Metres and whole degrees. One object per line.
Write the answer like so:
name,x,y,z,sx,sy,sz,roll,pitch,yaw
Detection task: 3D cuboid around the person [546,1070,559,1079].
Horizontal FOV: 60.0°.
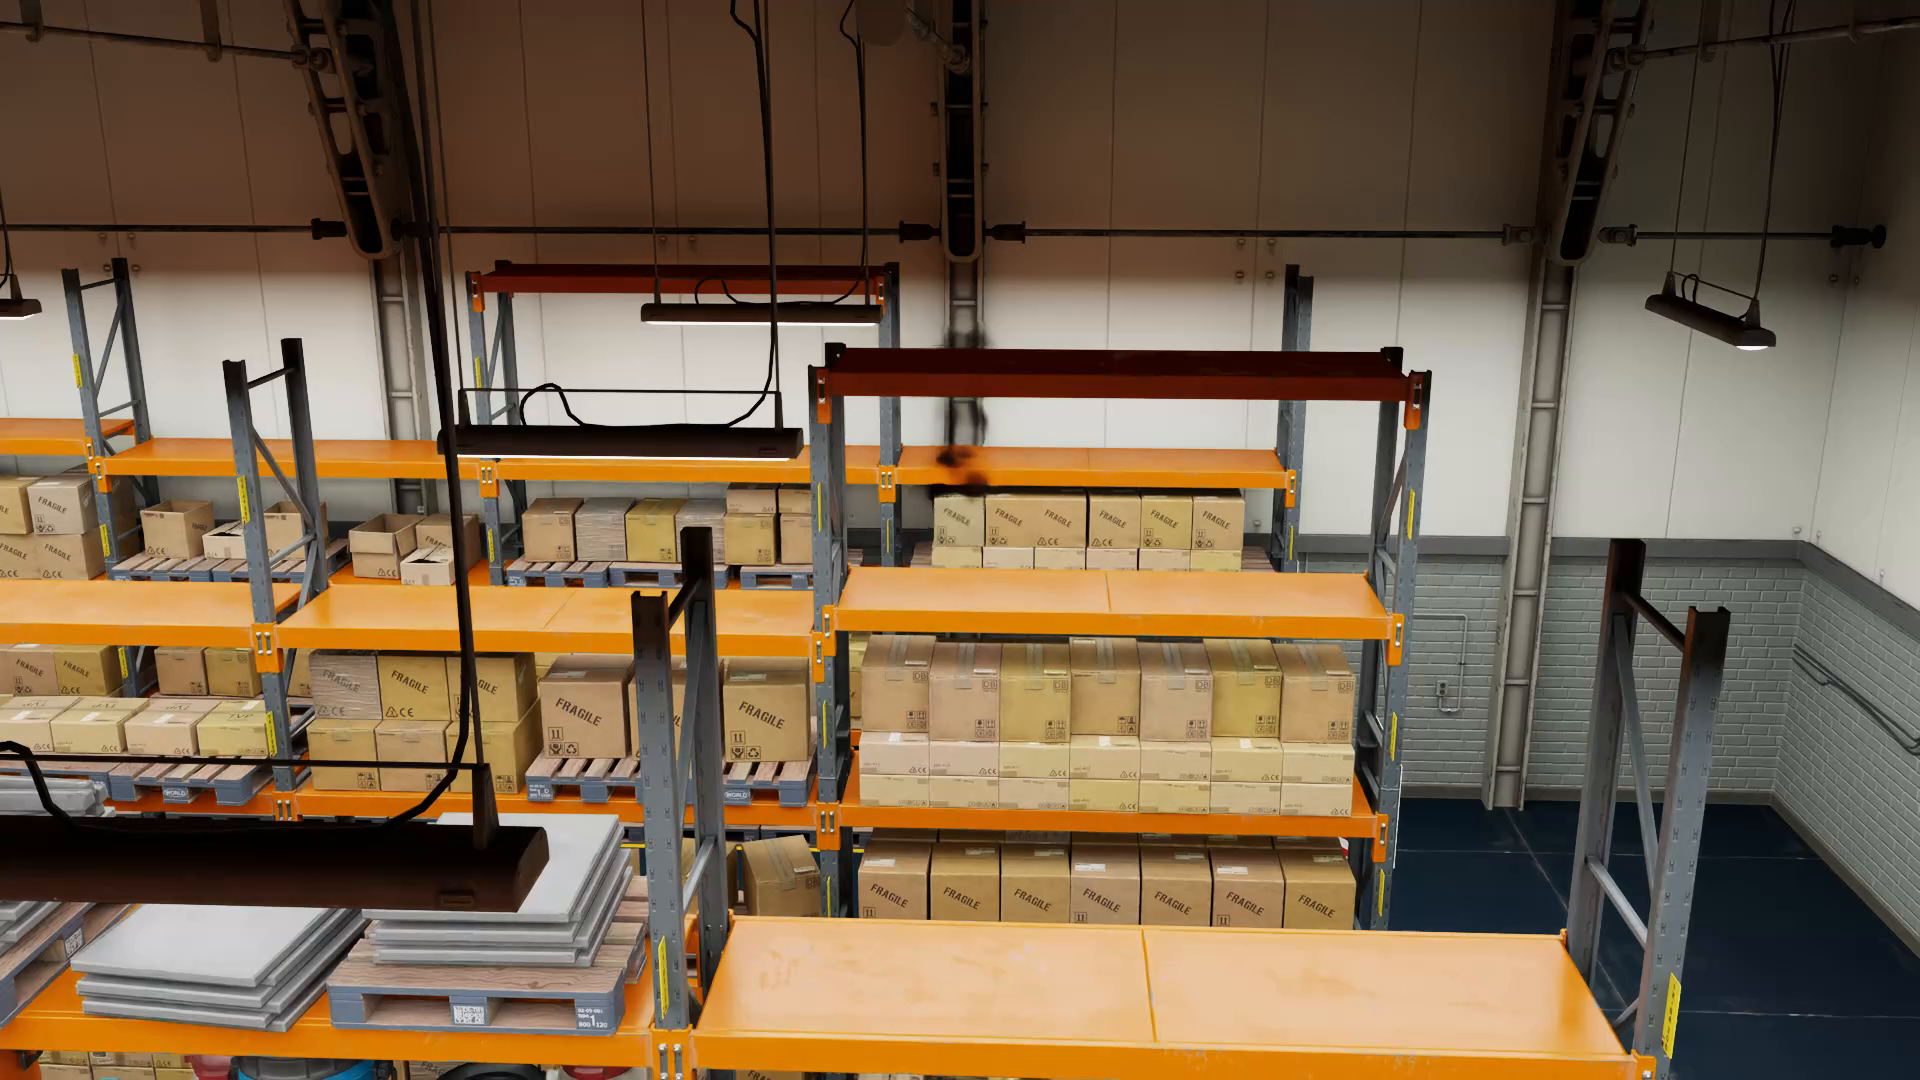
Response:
person,-2.477,4.248,11.032,0.906,1.677,0.615,1,16,5
